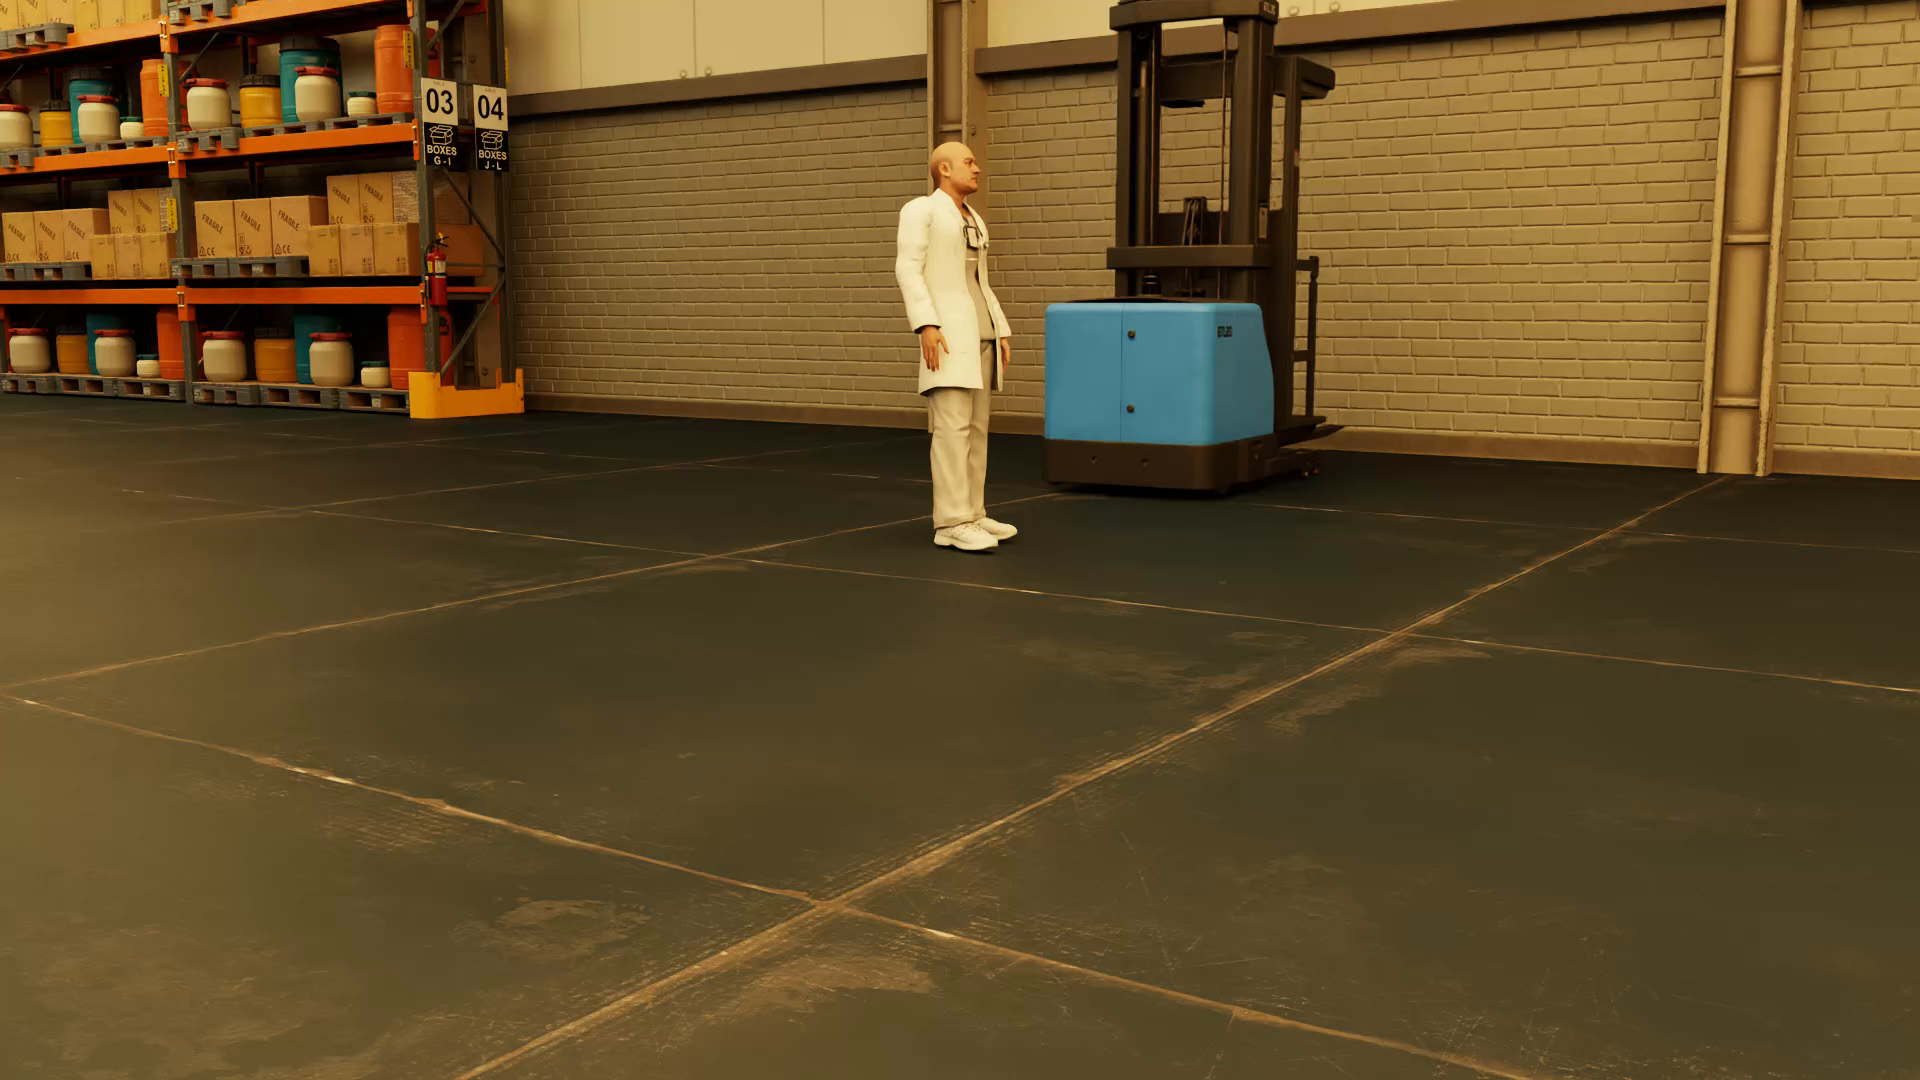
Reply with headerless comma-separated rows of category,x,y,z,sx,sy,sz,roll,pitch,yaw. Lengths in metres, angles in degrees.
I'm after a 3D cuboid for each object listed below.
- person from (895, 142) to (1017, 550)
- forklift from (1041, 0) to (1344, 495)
person,0.072,-0.873,7.424,0.581,1.763,0.694,5,10,34
forklift,1.637,-1.866,10.316,1.130,2.935,3.031,5,9,30
